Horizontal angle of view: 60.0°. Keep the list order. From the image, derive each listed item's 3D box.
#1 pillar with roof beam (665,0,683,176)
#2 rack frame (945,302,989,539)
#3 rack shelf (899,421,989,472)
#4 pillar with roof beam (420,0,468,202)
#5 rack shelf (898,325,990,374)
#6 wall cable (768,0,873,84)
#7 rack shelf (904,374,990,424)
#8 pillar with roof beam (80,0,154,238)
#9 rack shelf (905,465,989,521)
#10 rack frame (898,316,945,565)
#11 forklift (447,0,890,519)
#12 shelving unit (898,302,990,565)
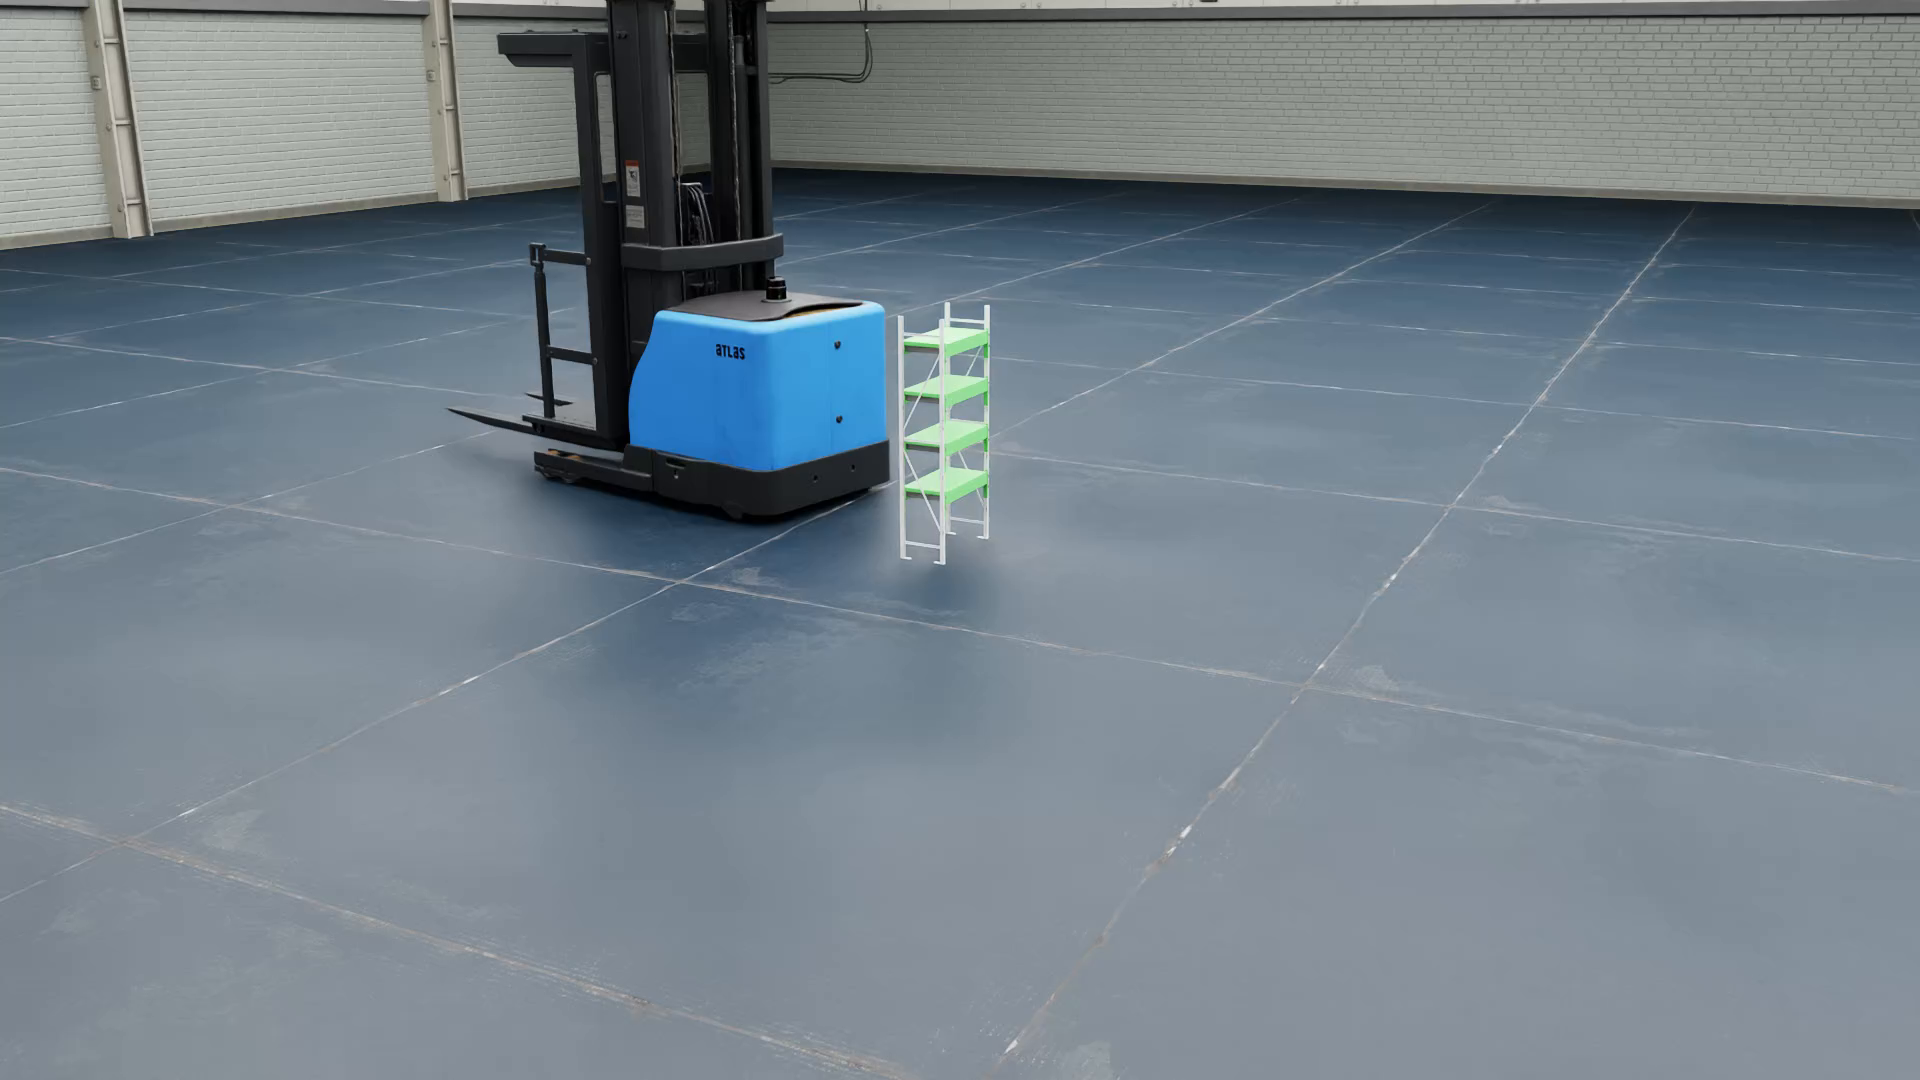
[{"bbox_3d":[-1.789,-10.864,29.297,9.100,9.000,0.400,8,18,25],"label":"pillar with roof beam"},{"bbox_3d":[0.035,-0.595,8.421,0.240,1.200,0.015,8,18,25],"label":"rack frame"},{"bbox_3d":[-0.074,-0.472,8.230,0.258,0.148,0.480,8,18,25],"label":"rack shelf"},{"bbox_3d":[-4.470,-9.336,24.151,9.100,9.000,0.400,8,18,25],"label":"pillar with roof beam"},{"bbox_3d":[-0.074,-0.932,8.093,0.258,0.148,0.480,8,18,25],"label":"rack shelf"},{"bbox_3d":[-3.141,-10.505,33.543,3.097,2.526,0.112,8,18,25],"label":"wall cable"},{"bbox_3d":[-0.074,-0.702,8.161,0.258,0.148,0.480,8,18,25],"label":"rack shelf"},{"bbox_3d":[-7.151,-7.807,19.006,9.100,9.000,0.400,8,18,25],"label":"pillar with roof beam"},{"bbox_3d":[-0.074,-0.242,8.298,0.258,0.148,0.480,8,18,25],"label":"rack shelf"},{"bbox_3d":[-0.183,-0.471,8.002,0.240,1.200,0.015,8,18,25],"label":"rack frame"},{"bbox_3d":[-1.865,-1.834,9.550,3.031,2.935,1.130,13,21,37],"label":"forklift"},{"bbox_3d":[-0.074,-0.533,8.212,0.258,1.200,0.503,8,18,25],"label":"shelving unit"}]
